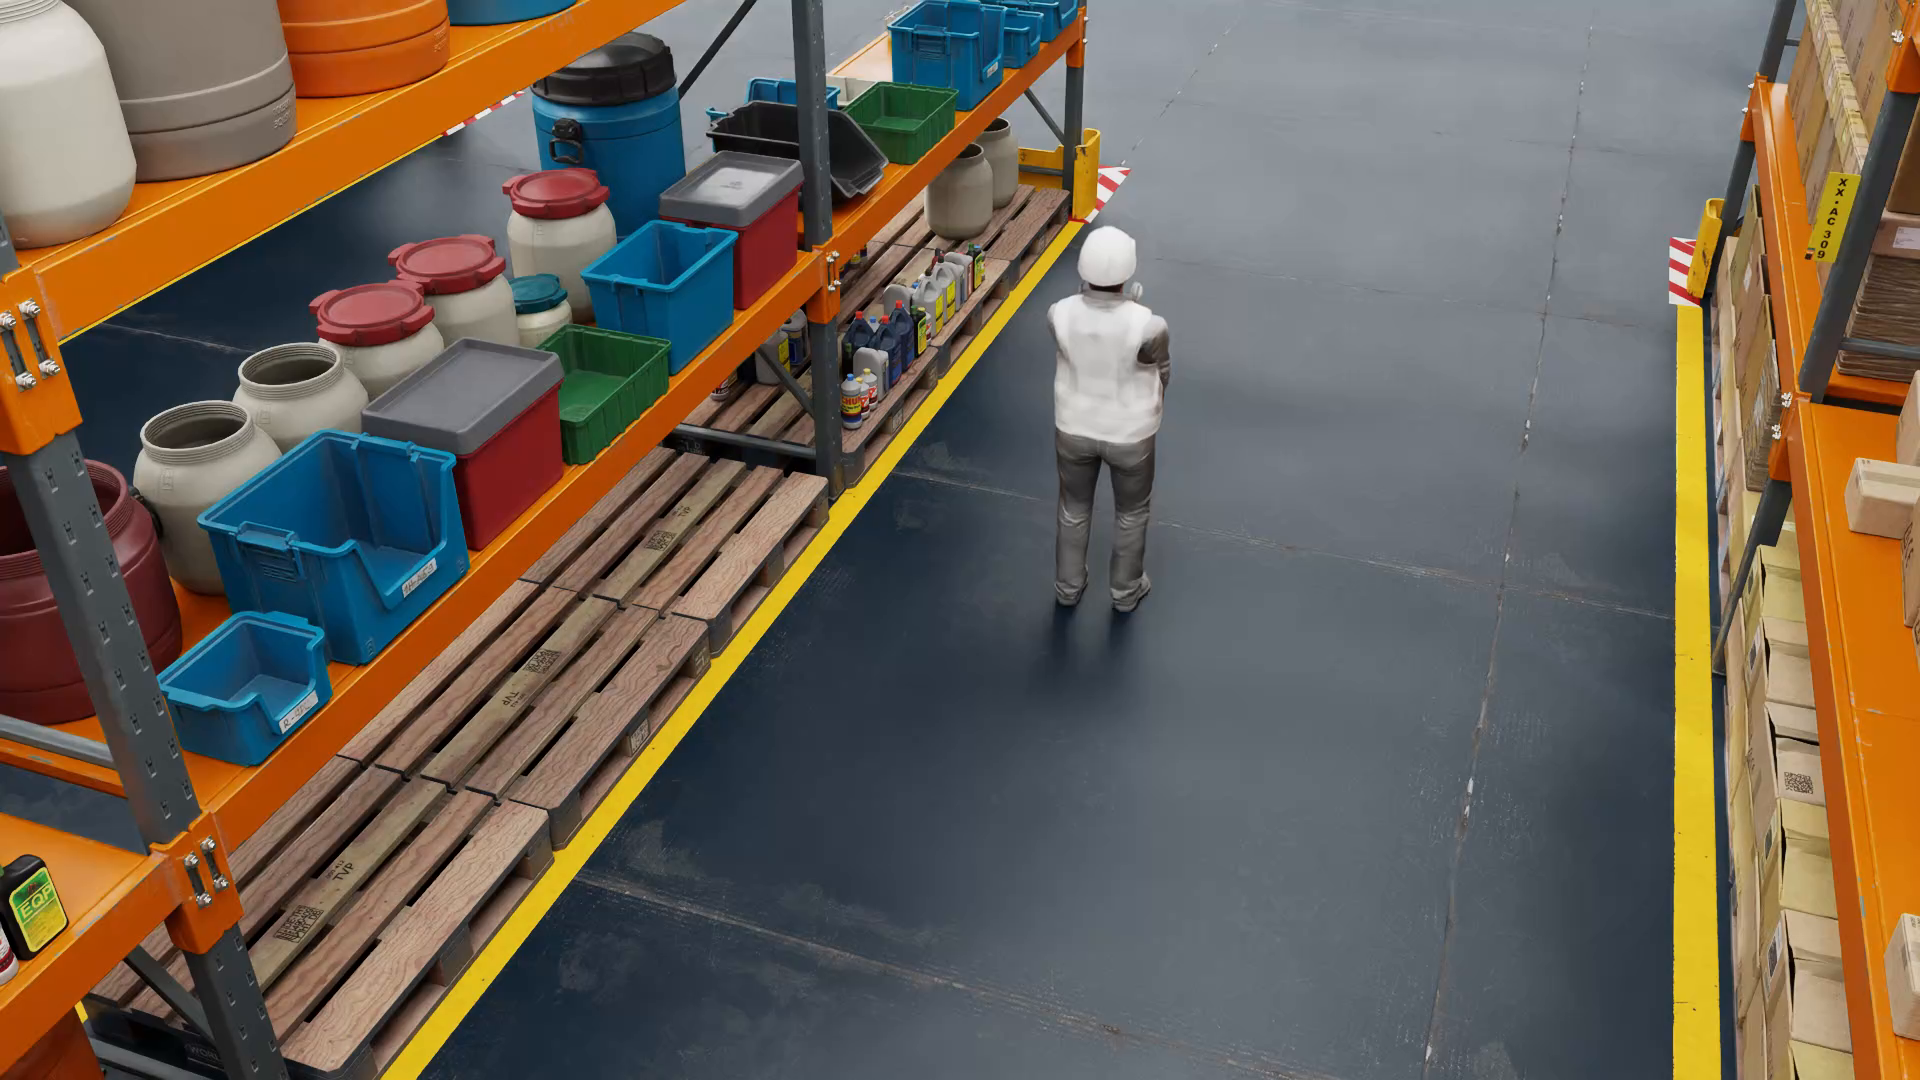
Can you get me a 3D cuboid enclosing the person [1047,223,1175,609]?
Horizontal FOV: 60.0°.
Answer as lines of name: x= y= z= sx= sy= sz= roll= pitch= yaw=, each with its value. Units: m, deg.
person: x=0.631 y=-0.511 z=6.896 sx=0.555 sy=1.777 sz=0.488 roll=11 pitch=35 yaw=16
